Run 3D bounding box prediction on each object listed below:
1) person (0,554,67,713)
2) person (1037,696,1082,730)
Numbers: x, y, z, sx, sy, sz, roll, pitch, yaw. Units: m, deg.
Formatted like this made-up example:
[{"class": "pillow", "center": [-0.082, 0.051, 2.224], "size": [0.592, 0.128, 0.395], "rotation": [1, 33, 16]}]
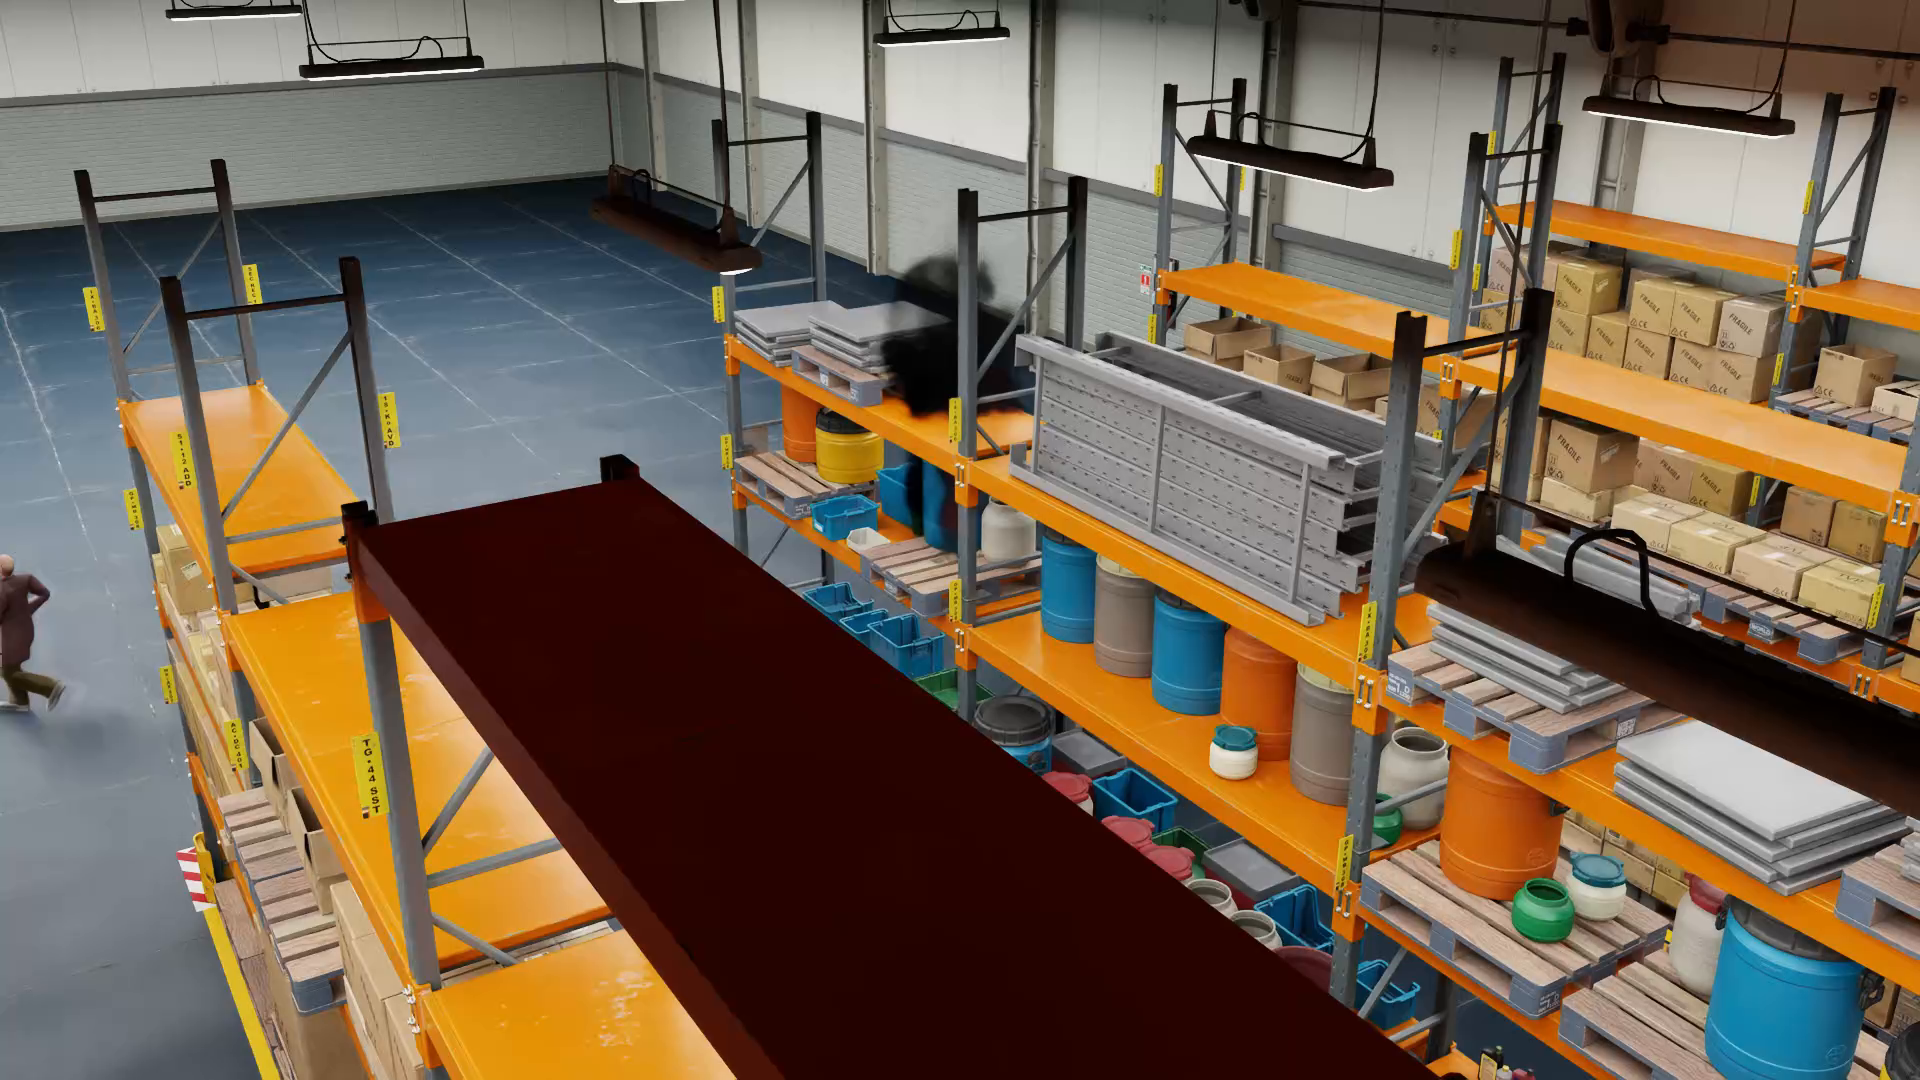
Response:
[{"class": "person", "center": [-9.443, 0.953, 16.678], "size": [0.897, 1.744, 0.720], "rotation": [2, 22, 6]}, {"class": "person", "center": [0.894, 1.277, 15.115], "size": [0.575, 1.743, 0.842], "rotation": [-15, 26, -32]}]
